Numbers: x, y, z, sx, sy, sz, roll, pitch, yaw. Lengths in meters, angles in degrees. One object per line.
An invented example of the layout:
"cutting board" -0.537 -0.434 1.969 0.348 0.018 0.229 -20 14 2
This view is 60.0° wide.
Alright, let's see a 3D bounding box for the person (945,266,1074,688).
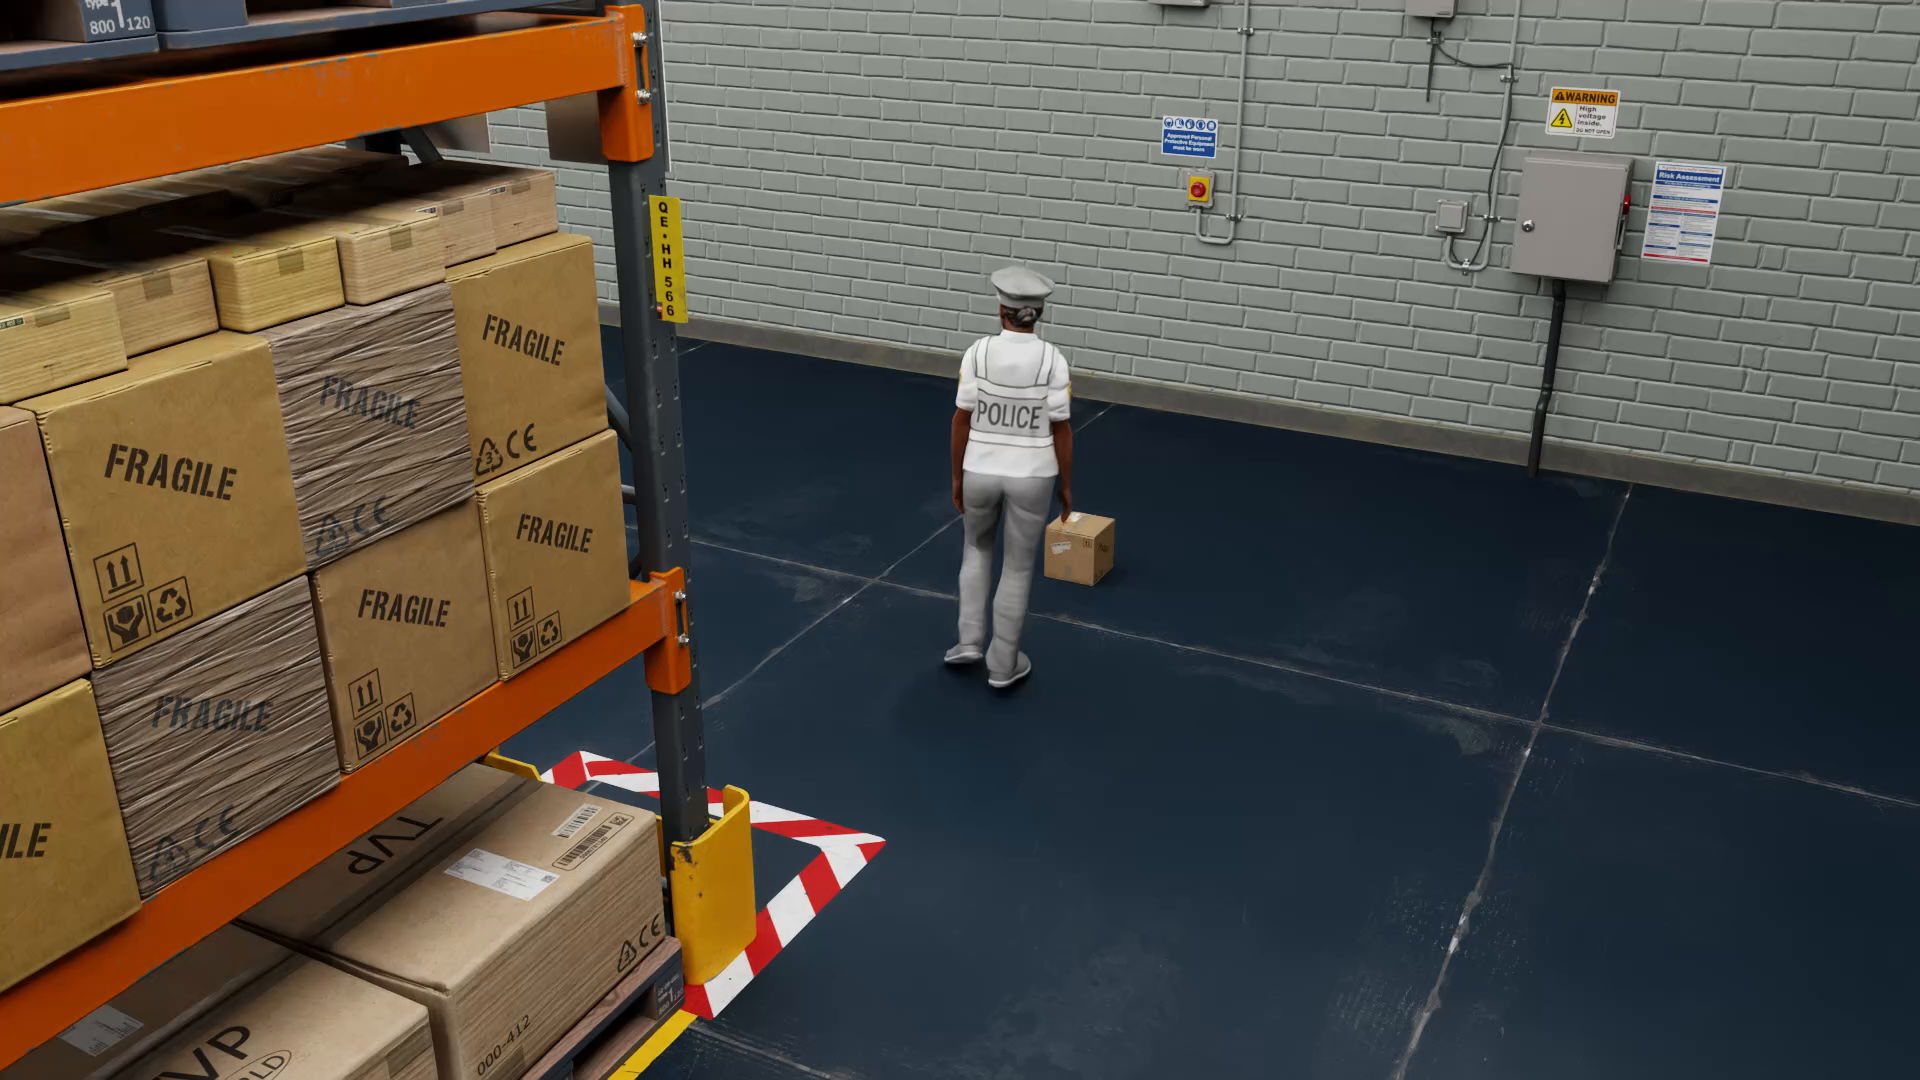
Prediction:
"person" 0.178 -0.216 6.589 0.521 1.680 0.439 5 23 13
